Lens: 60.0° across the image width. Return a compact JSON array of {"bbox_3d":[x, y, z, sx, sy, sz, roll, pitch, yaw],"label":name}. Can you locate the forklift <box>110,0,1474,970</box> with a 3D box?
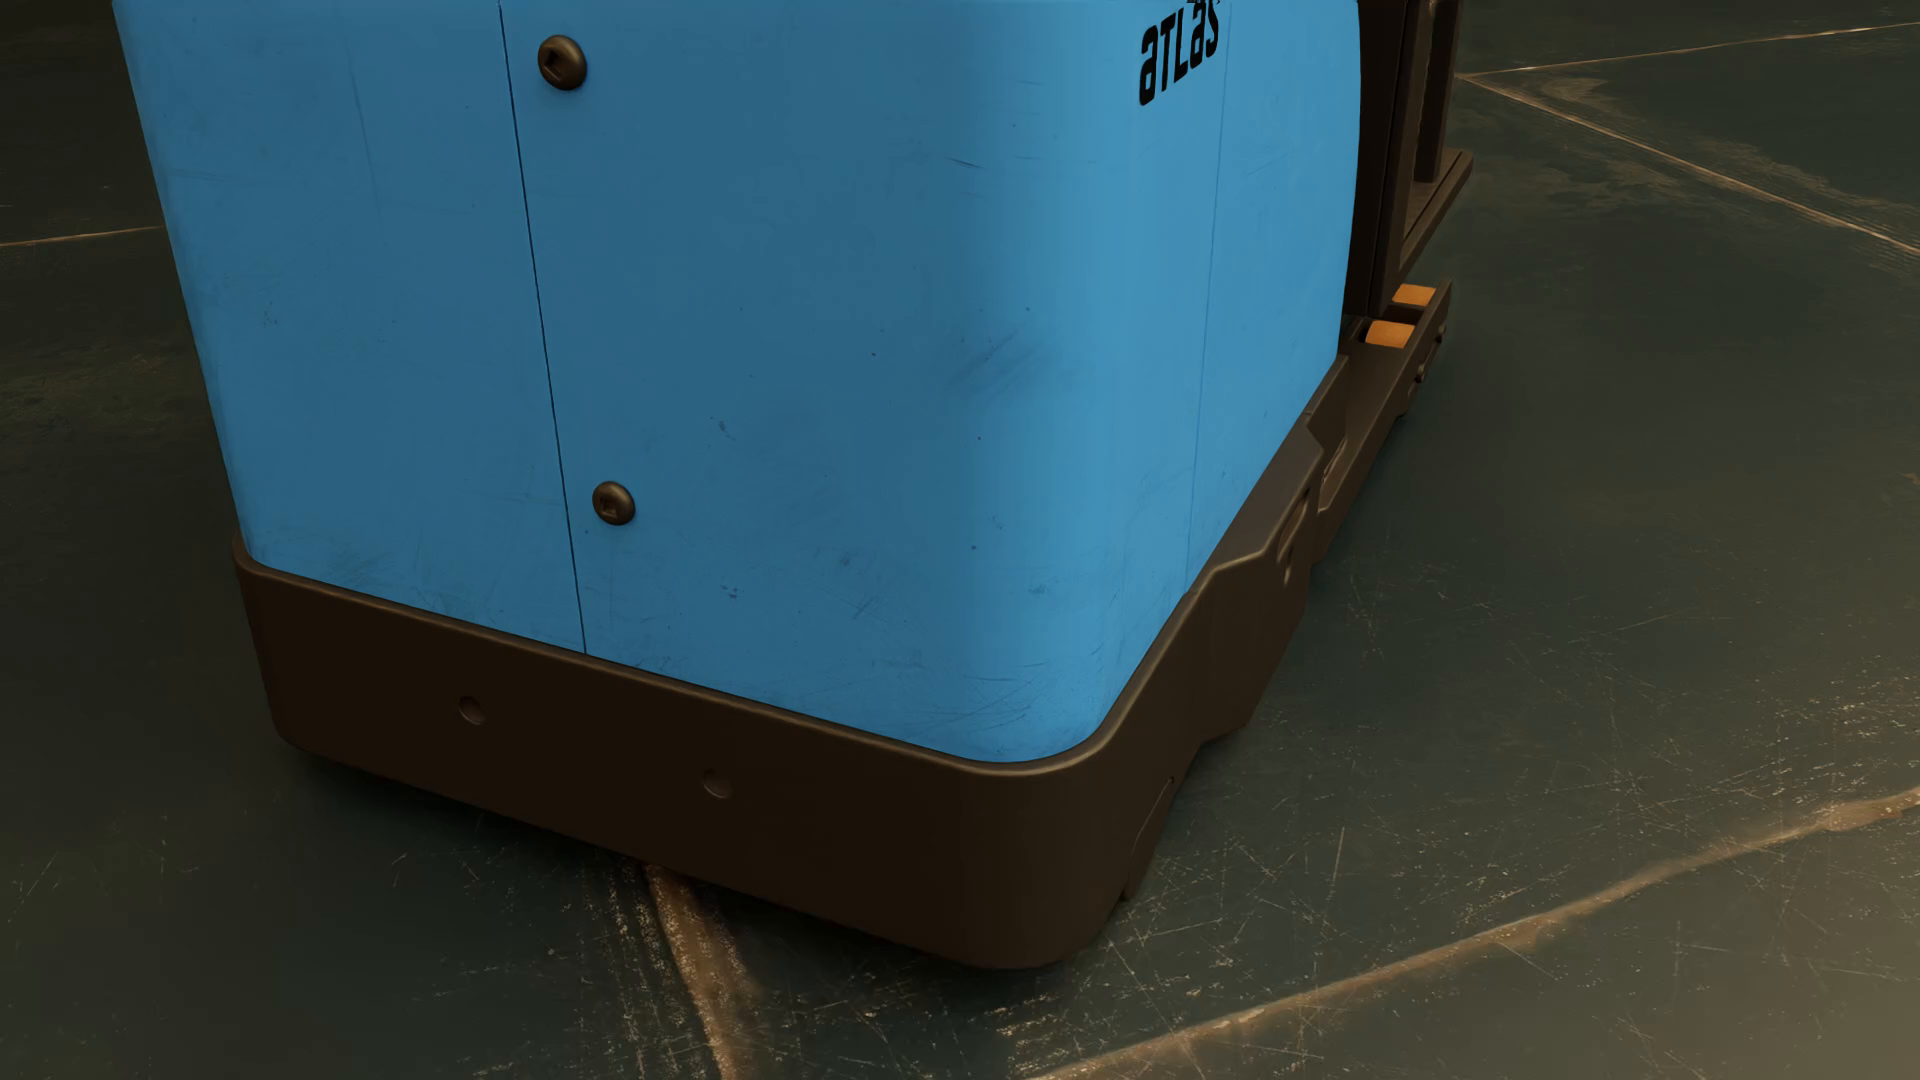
[{"bbox_3d":[0.244,-1.564,2.285,1.130,2.935,3.031,13,32,21],"label":"forklift"}]
